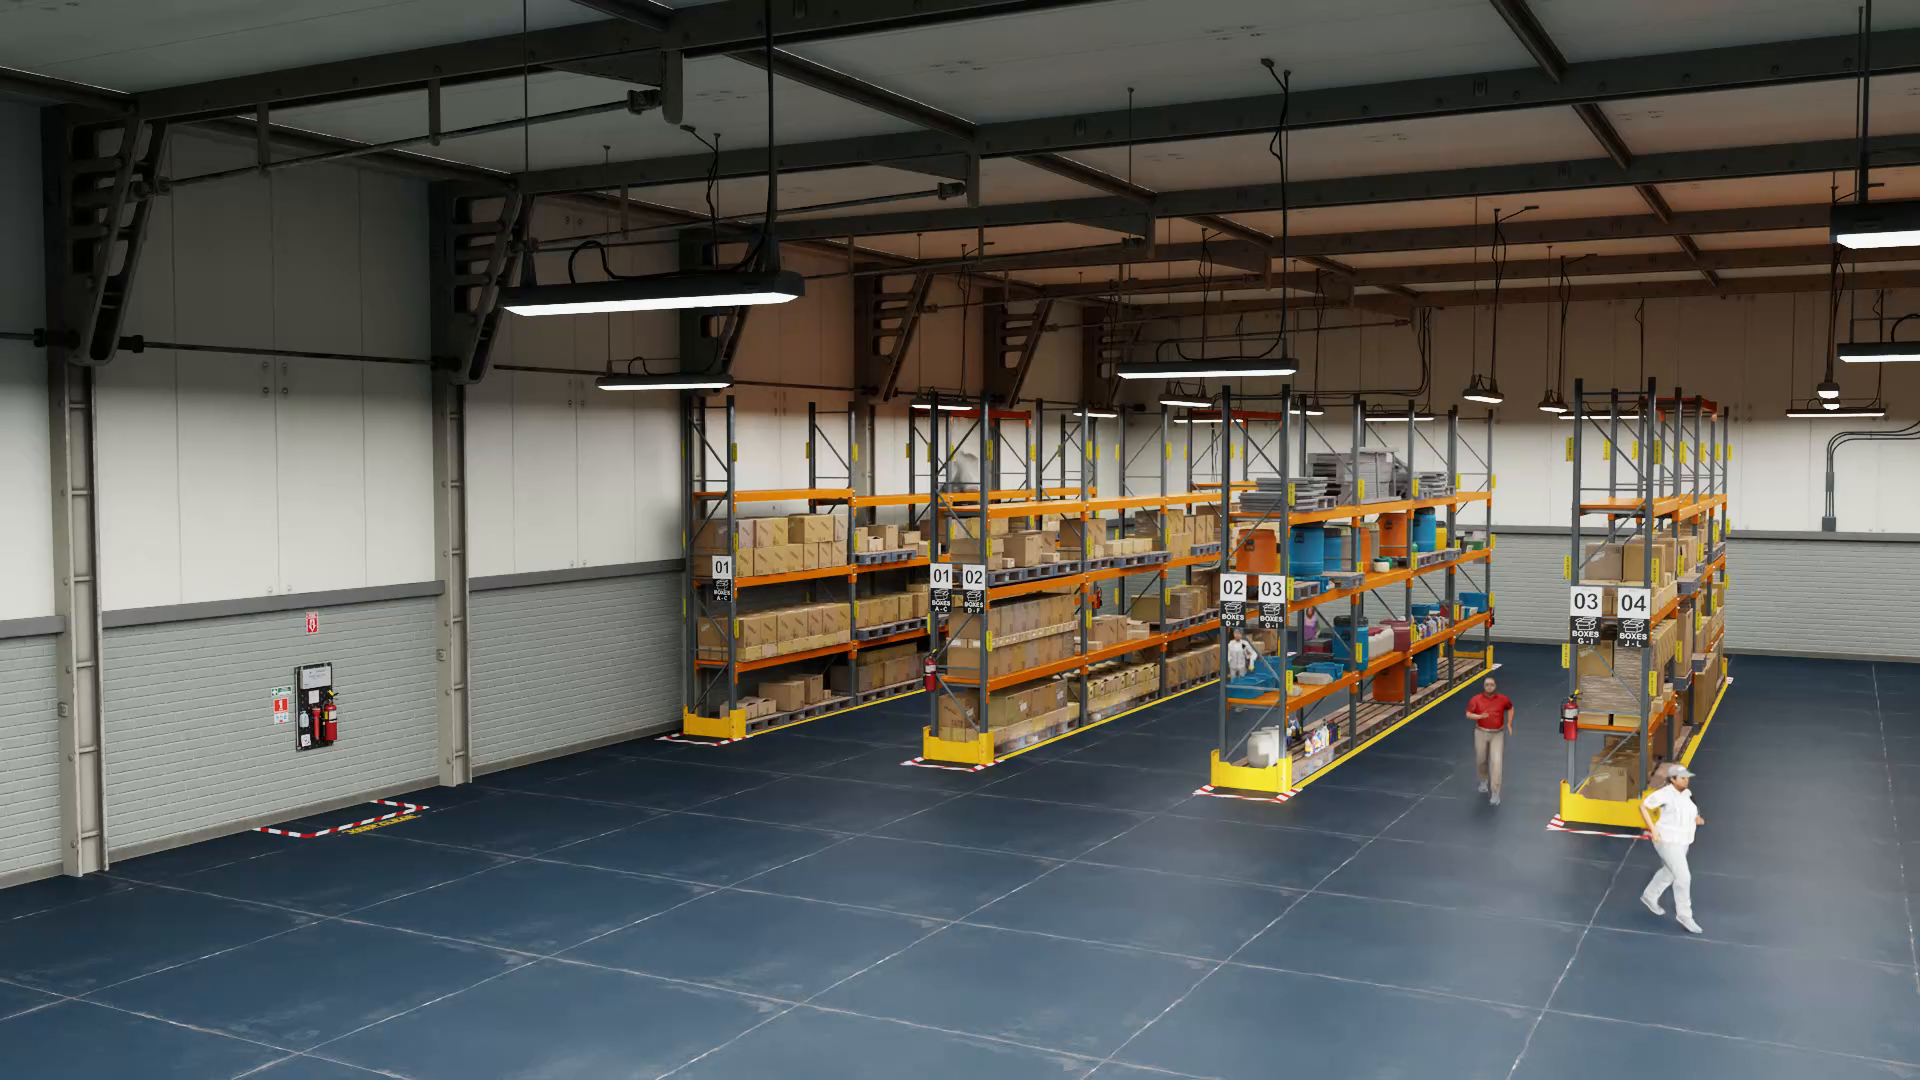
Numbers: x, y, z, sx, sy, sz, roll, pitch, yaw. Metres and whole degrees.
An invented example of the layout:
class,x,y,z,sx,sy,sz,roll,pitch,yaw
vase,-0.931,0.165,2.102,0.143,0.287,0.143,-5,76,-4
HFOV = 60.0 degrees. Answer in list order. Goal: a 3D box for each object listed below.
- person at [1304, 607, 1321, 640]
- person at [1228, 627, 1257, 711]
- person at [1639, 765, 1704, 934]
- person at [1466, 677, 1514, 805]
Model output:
class,x,y,z,sx,sy,sz,roll,pitch,yaw
person,7.818,2.268,37.234,0.533,1.554,0.467,1,3,11
person,5.352,2.475,31.949,0.590,1.660,0.611,1,3,23
person,7.582,3.233,17.661,0.599,1.694,0.813,-2,4,-35
person,7.653,2.870,24.038,0.641,1.784,0.845,1,3,21
